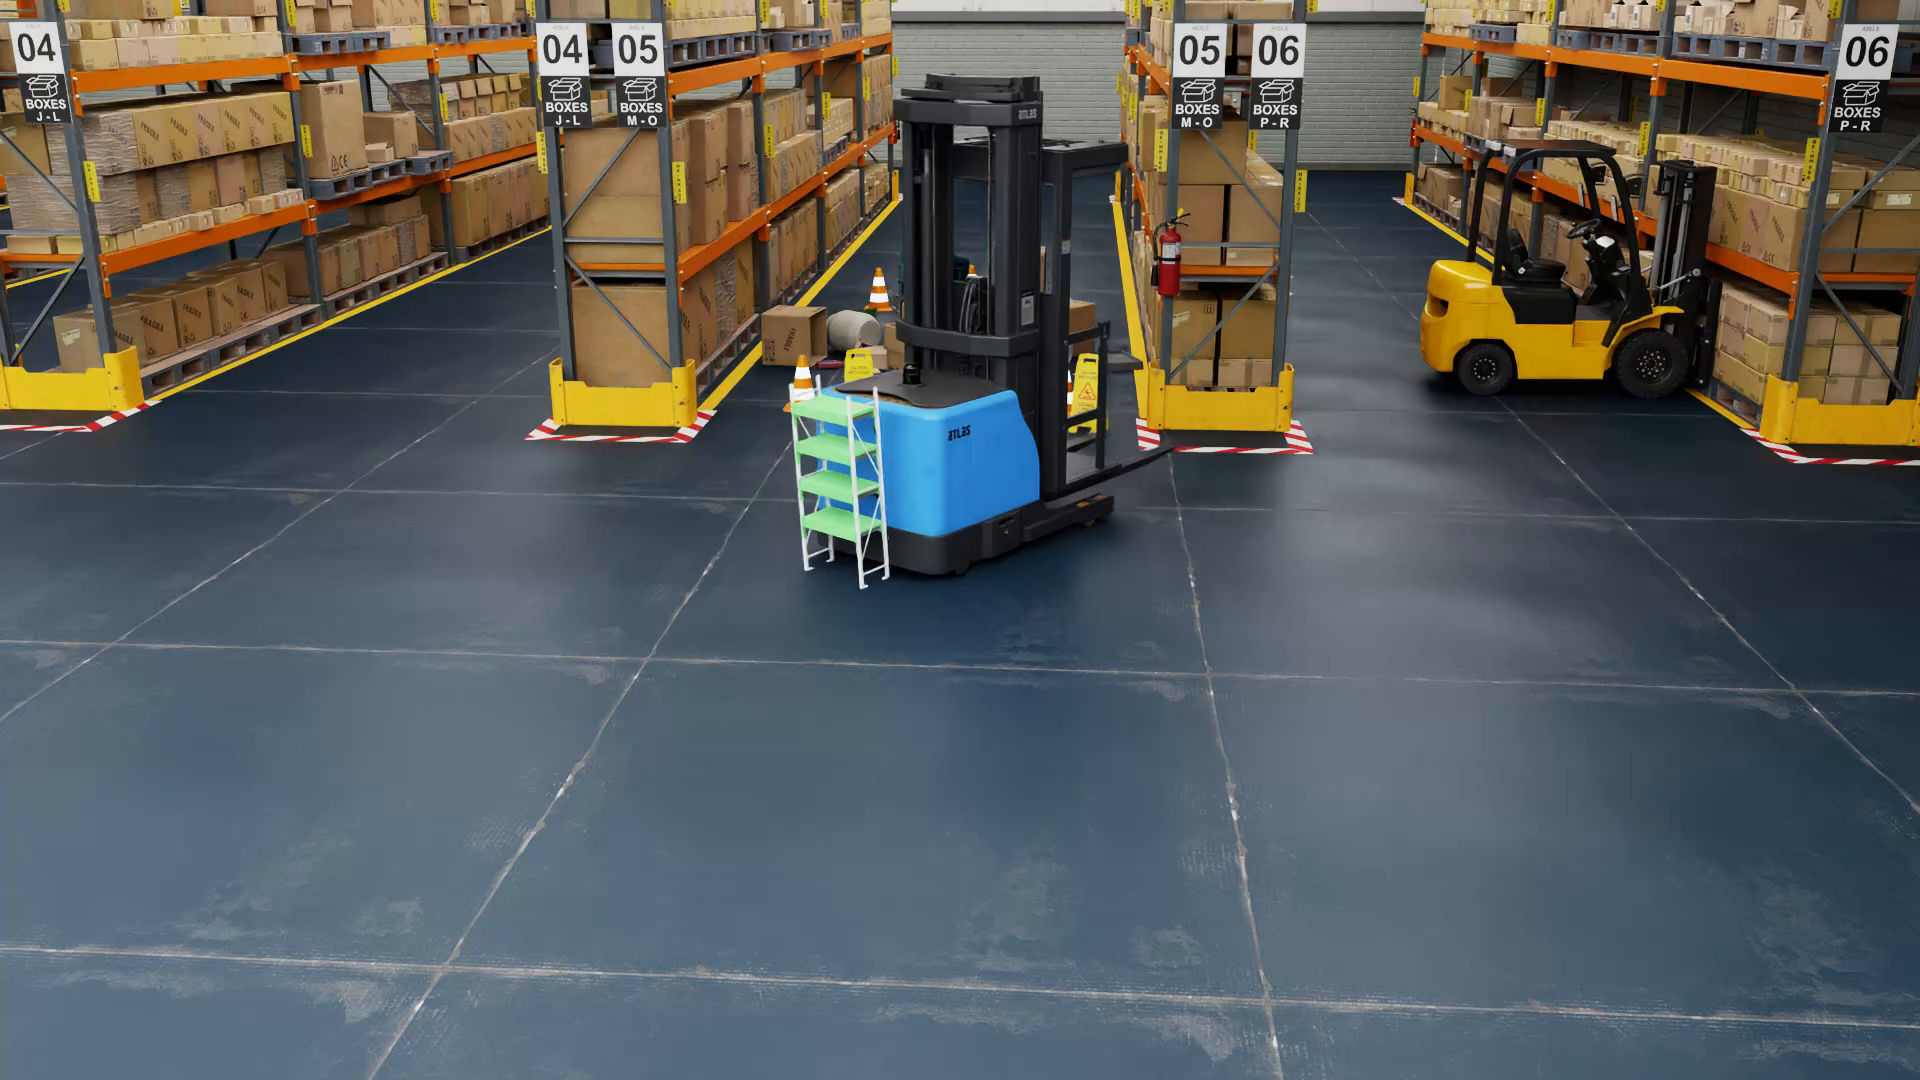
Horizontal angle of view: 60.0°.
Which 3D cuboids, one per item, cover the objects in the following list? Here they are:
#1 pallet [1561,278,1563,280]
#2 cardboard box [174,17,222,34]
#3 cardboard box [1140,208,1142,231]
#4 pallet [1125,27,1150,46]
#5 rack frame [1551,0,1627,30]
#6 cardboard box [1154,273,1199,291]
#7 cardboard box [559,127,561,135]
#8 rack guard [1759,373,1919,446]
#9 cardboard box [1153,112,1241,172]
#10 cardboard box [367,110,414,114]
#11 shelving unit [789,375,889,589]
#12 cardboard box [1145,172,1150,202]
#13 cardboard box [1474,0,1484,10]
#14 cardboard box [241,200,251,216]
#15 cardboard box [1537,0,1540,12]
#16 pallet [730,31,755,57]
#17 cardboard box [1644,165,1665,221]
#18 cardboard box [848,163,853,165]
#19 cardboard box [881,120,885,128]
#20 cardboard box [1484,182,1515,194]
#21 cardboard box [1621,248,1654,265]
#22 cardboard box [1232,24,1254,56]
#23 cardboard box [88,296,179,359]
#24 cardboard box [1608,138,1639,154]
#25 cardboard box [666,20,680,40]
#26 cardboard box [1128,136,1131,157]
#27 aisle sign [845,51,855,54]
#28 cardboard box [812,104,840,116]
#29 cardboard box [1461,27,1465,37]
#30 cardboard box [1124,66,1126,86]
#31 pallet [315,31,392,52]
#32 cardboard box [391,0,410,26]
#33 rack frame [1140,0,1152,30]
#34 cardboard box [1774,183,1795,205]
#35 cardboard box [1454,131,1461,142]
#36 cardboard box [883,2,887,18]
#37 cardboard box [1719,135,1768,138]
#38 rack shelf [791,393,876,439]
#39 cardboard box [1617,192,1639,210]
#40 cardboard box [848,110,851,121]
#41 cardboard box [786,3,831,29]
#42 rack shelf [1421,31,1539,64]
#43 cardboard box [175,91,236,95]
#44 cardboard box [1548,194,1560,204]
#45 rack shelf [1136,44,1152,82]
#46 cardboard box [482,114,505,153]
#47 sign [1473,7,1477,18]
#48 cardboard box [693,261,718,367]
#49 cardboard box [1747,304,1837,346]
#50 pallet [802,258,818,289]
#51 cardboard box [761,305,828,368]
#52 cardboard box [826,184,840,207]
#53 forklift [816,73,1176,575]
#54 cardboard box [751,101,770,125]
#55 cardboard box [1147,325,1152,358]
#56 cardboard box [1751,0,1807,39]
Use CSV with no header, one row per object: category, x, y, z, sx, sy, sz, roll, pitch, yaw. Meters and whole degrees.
pallet,7.565,-3.149,20.196,1.003,0.211,1.213,1,18,4
cardboard box,-7.323,-4.929,15.930,0.380,0.149,0.250,2,18,6
cardboard box,2.912,-4.519,22.633,0.875,0.875,0.875,2,18,5
pallet,2.705,-6.376,21.050,1.213,0.211,1.003,2,18,6
rack frame,7.663,-7.580,19.605,1.000,3.000,0.127,1,18,4
cardboard box,1.895,-2.282,14.566,0.380,0.149,0.250,2,18,6
cardboard box,-6.496,-6.431,26.136,0.380,0.149,0.250,2,18,6
rack guard,7.087,-1.049,13.323,1.175,0.500,0.348,1,18,4
cardboard box,2.001,-3.339,14.052,0.700,0.500,0.500,1,18,4
cardboard box,-7.172,-5.139,20.953,0.500,0.500,0.500,-1,18,-3
shelving unit,-0.726,-0.353,10.046,0.503,1.200,0.258,16,28,40
cardboard box,2.115,-3.655,16.622,0.500,0.500,0.500,1,18,4
cardboard box,7.490,-7.583,23.522,0.380,0.149,0.250,2,18,6
cardboard box,-7.344,-3.317,16.631,0.380,0.149,0.250,1,18,4
cardboard box,7.545,-6.769,21.069,0.380,0.149,0.250,1,18,3
pallet,-2.589,-4.805,16.096,1.003,0.211,1.213,1,18,4
cardboard box,7.084,-3.403,16.329,0.500,0.500,0.500,1,18,2
cardboard box,-2.036,-6.375,28.510,0.380,0.149,0.250,0,18,1
cardboard box,-1.454,-6.941,27.693,0.380,0.149,0.250,2,18,5
cardboard box,7.709,-5.018,23.720,0.380,0.149,0.250,0,18,1
cardboard box,7.402,-2.720,17.548,0.875,0.625,0.625,2,18,6
cardboard box,2.440,-4.000,13.259,0.500,0.250,0.500,1,18,3
cardboard box,-7.676,-1.967,15.450,0.500,0.500,0.500,6,19,18
cardboard box,7.136,-4.194,17.703,0.380,0.149,0.250,1,18,2
cardboard box,-2.462,-4.086,13.327,0.380,0.149,0.250,1,18,4
cardboard box,2.570,-5.405,22.841,0.500,0.250,0.500,1,18,3
aisle sign,-1.954,-8.668,28.383,0.394,0.787,0.004,1,18,4
cardboard box,-1.875,-5.990,23.159,0.380,0.149,0.250,0,18,1
cardboard box,7.751,-7.631,24.982,0.380,0.149,0.250,1,18,4
cardboard box,2.907,-7.383,26.871,0.500,0.500,0.500,1,18,3
pallet,-7.238,-5.666,18.881,1.213,0.211,1.003,1,18,4
cardboard box,-6.984,-6.458,20.032,0.500,0.500,0.500,1,18,4
rack frame,2.711,-7.690,19.940,1.000,3.000,0.127,1,18,4
cardboard box,6.823,-2.795,13.432,0.380,0.149,0.250,2,18,5
cardboard box,7.712,-6.120,25.185,0.380,0.149,0.250,2,18,5
cardboard box,-1.474,-8.687,27.238,0.500,0.250,0.500,1,18,2
cardboard box,7.654,-3.878,16.262,0.380,0.149,0.250,1,18,4
rack shelf,-0.744,-0.741,9.898,0.480,0.148,0.258,16,28,40
cardboard box,7.151,-3.578,17.267,0.500,0.250,0.500,2,18,5
cardboard box,-1.796,-6.172,24.194,0.380,0.149,0.250,1,18,4
cardboard box,-1.927,-6.563,21.156,0.500,0.500,0.500,1,18,4
rack shelf,8.093,-7.676,25.871,1.077,0.370,4.000,1,18,4
cardboard box,-7.746,-4.348,17.131,0.500,0.500,0.500,1,18,4
cardboard box,8.077,-4.530,22.228,0.380,0.149,0.250,1,18,3
rack shelf,2.568,-5.301,18.623,1.077,0.370,4.000,1,18,4
cardboard box,-6.761,-5.727,23.424,0.500,0.500,0.500,1,18,4
sign,7.408,-7.653,23.813,0.100,0.325,0.005,1,18,4
cardboard box,-2.763,-2.109,15.279,0.875,0.875,0.875,1,18,3
cardboard box,6.811,-1.763,13.621,0.500,0.250,0.500,2,18,6
pallet,-2.365,-3.350,20.807,1.003,0.211,1.213,1,18,4
cardboard box,-1.608,-1.984,16.171,0.500,0.500,0.500,4,19,13
cardboard box,-1.906,-4.652,22.440,0.500,0.250,0.500,1,18,3
forklift,0.396,-1.571,11.010,1.130,2.935,3.031,14,23,36
cardboard box,-2.455,-4.513,18.111,0.700,0.500,0.500,1,18,3
cardboard box,2.004,-1.828,15.425,0.500,0.250,0.500,1,18,2
cardboard box,7.051,-4.424,13.793,0.700,0.500,0.500,1,18,4
